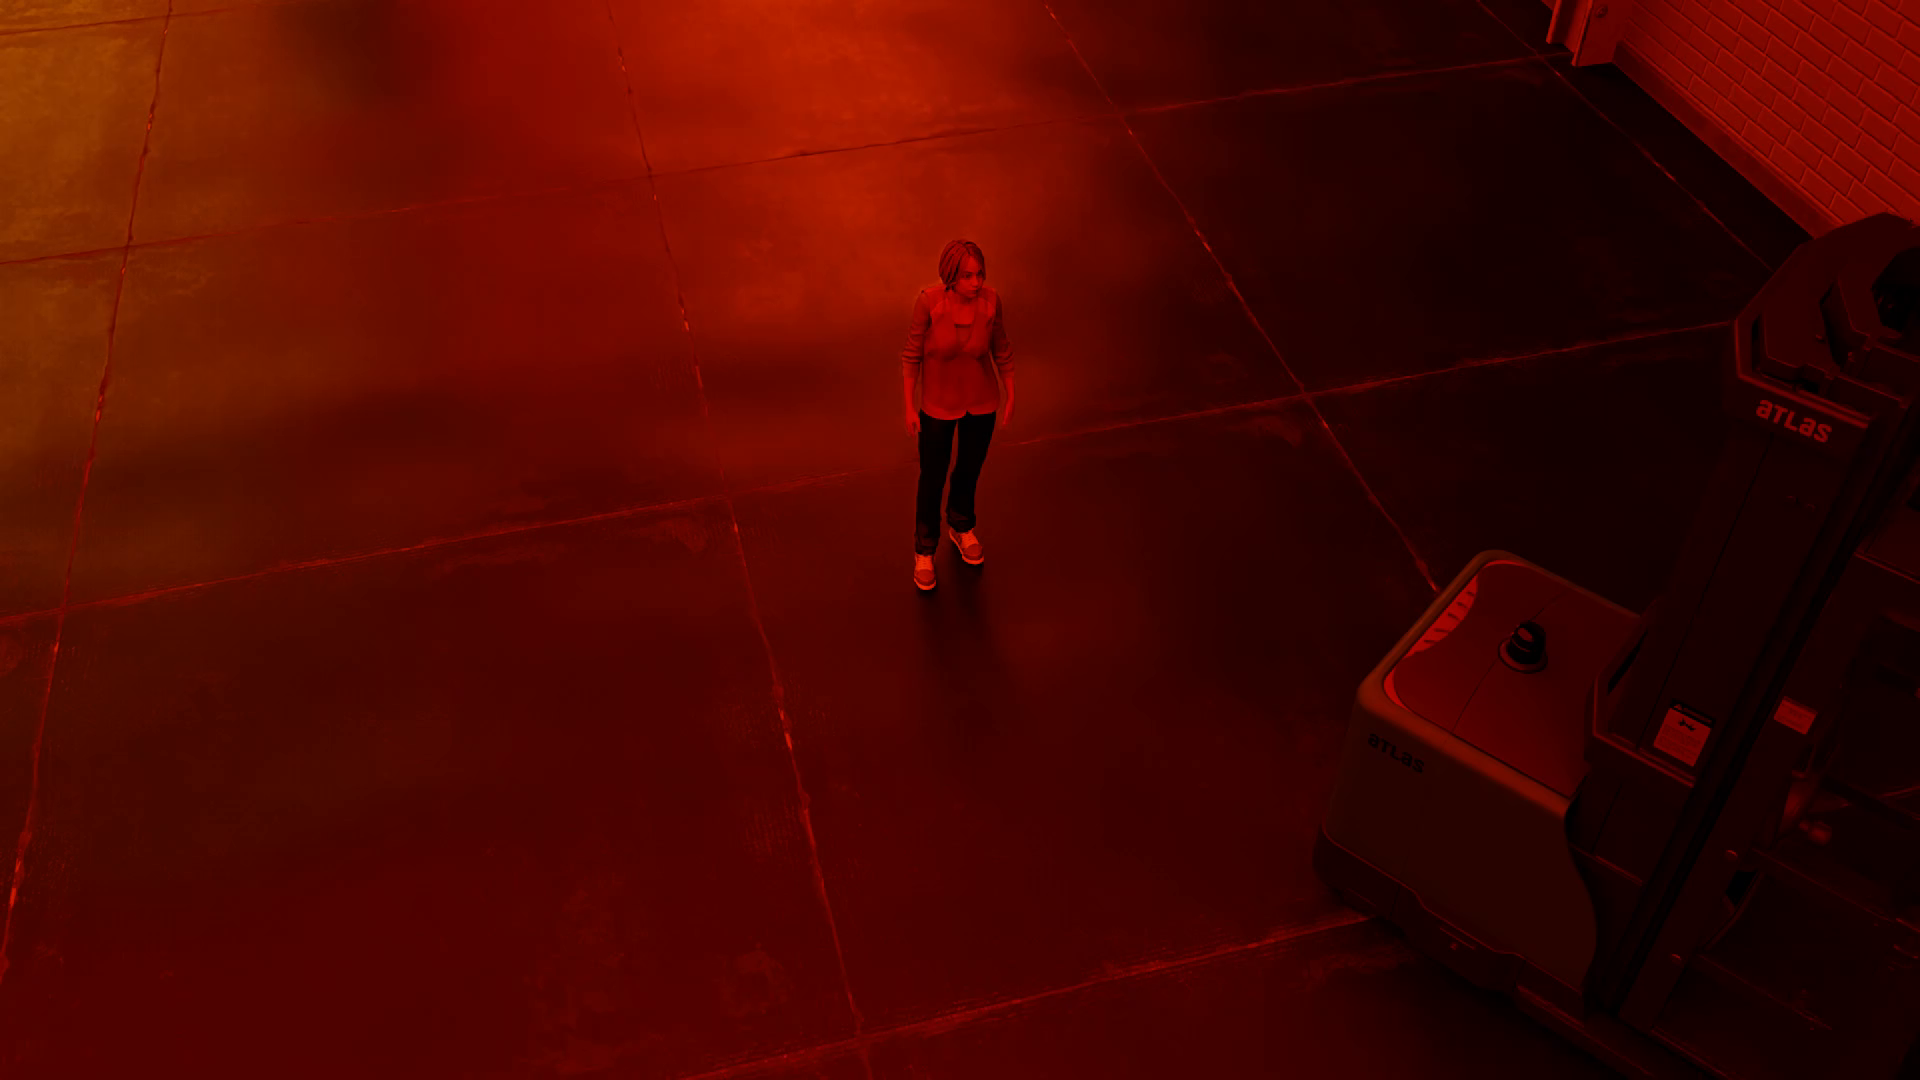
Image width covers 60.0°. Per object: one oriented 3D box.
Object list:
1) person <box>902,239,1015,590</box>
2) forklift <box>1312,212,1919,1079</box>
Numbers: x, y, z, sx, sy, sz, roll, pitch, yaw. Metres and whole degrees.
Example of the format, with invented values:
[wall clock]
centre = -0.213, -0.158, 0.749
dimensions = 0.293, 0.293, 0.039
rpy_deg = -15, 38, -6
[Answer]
[person]
centre = 0.005, -0.534, 7.171
dimensions = 0.520, 1.596, 0.476
rpy_deg = -10, 44, -11
[forklift]
centre = 2.799, 0.631, 4.977
dimensions = 3.031, 2.935, 1.130
rpy_deg = 30, 51, 28
